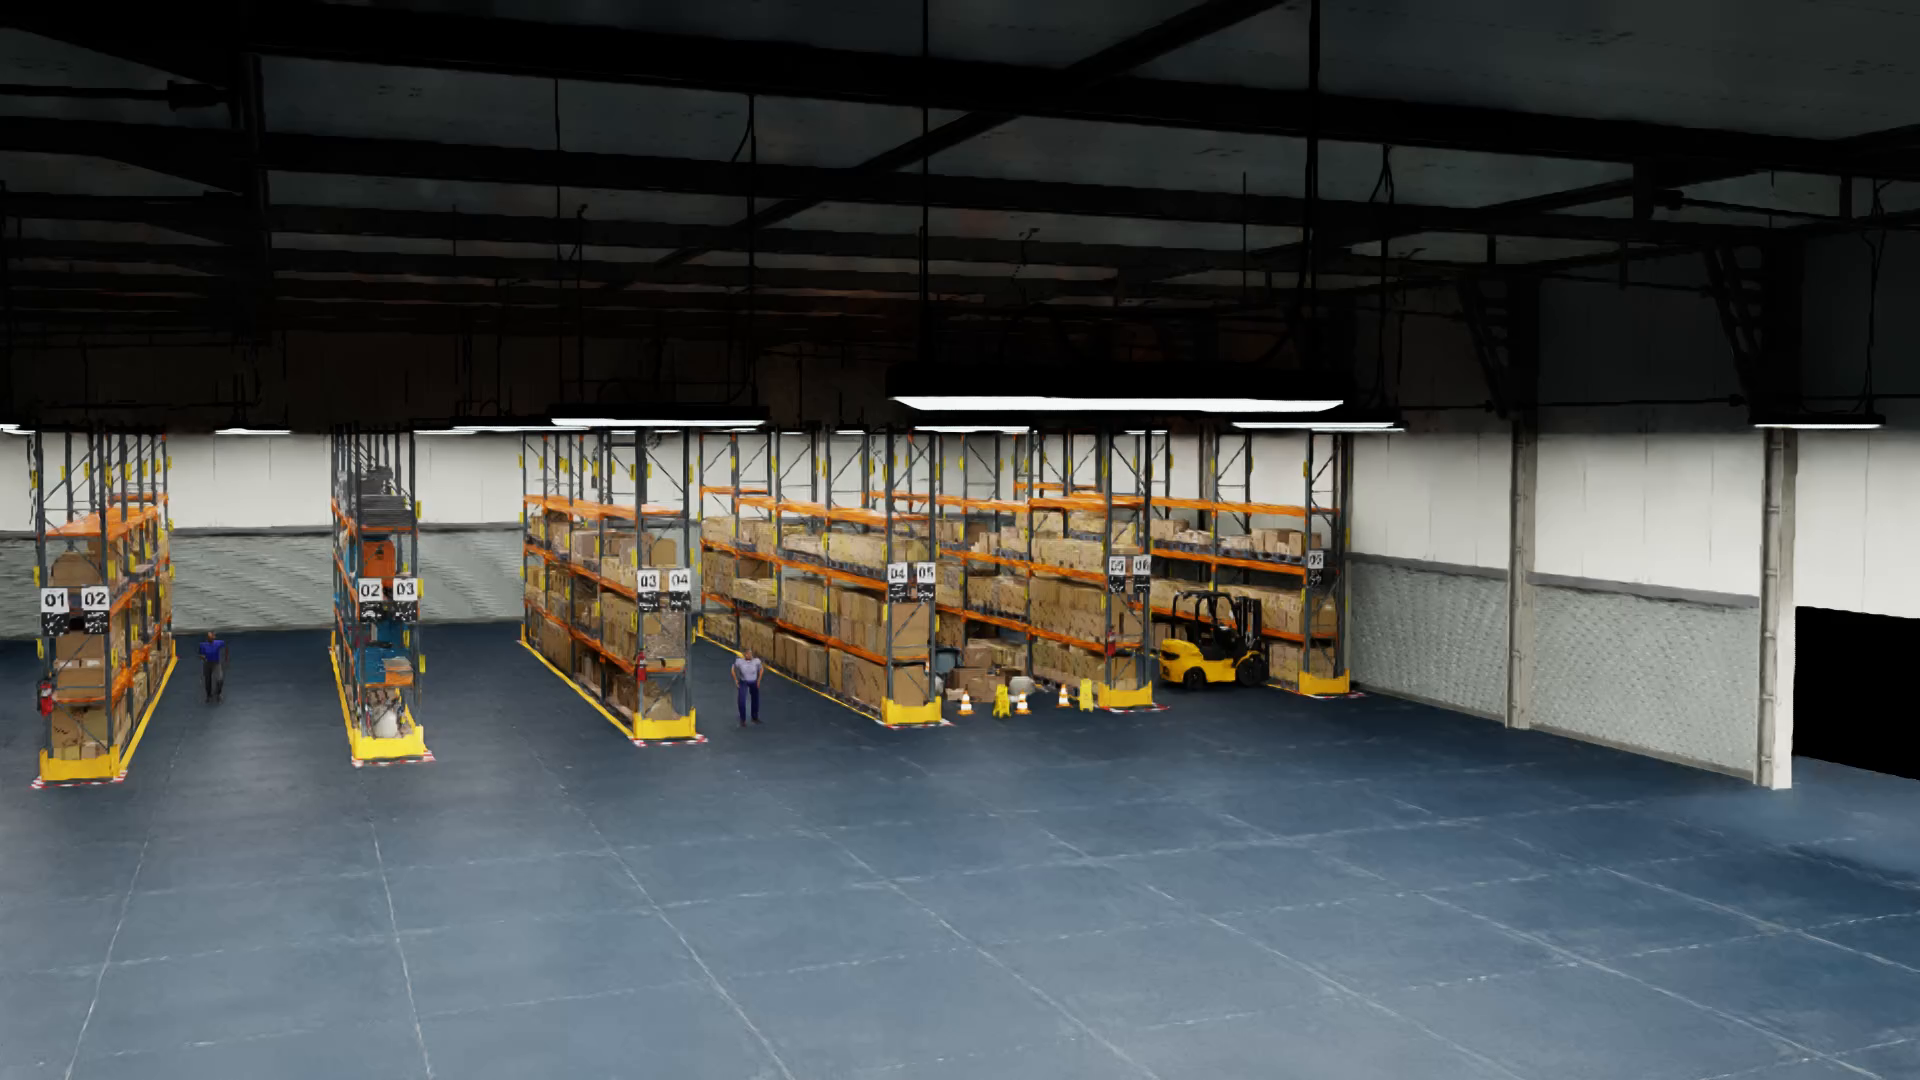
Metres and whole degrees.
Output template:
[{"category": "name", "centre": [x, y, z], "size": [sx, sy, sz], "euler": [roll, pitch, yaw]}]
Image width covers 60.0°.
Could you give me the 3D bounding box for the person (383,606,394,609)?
[{"category": "person", "centre": [-14.835, 2.161, 43.541], "size": [0.690, 1.708, 0.751], "euler": [-1, 4, -17]}]

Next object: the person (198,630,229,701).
[{"category": "person", "centre": [-16.067, 2.703, 35.771], "size": [0.576, 1.574, 0.873], "euler": [-1, 4, -16]}]

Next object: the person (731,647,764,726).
[{"category": "person", "centre": [-4.233, 2.879, 33.089], "size": [0.650, 1.568, 0.669], "euler": [-1, 4, -18]}]
